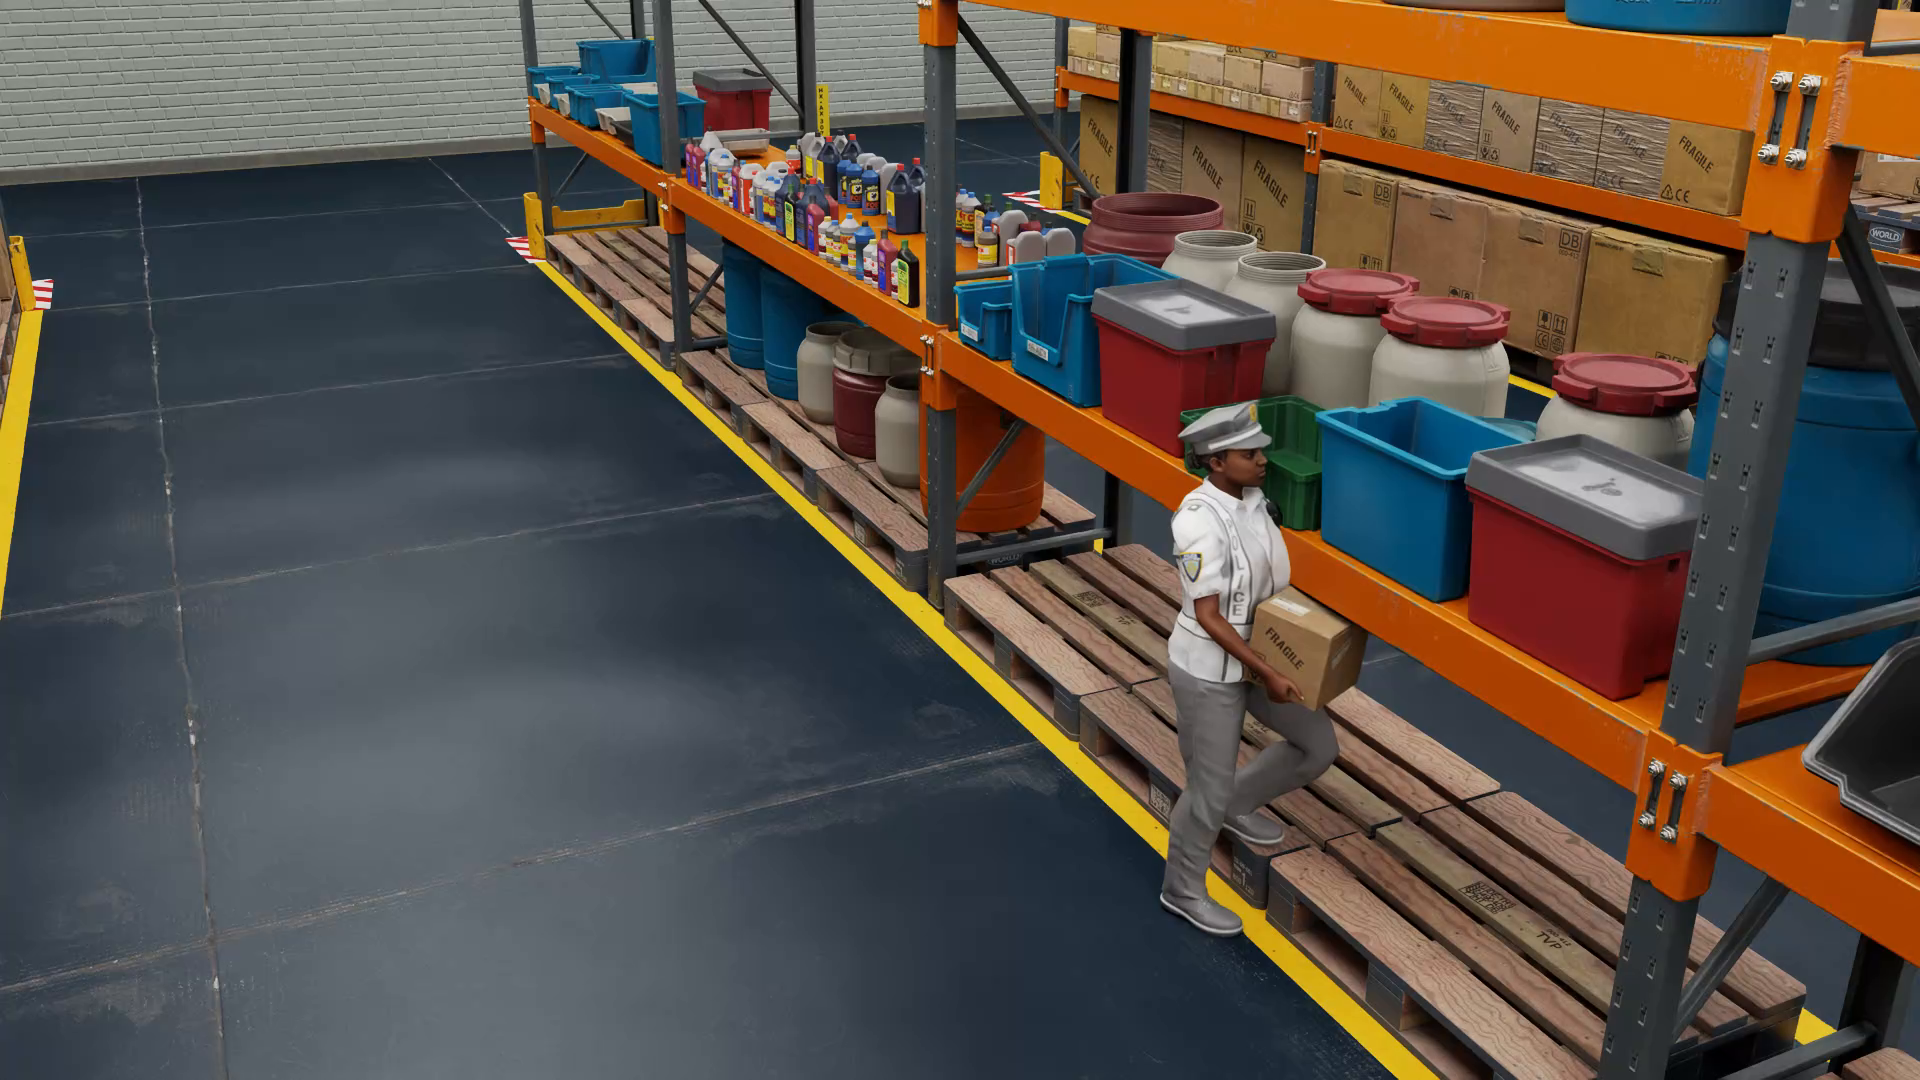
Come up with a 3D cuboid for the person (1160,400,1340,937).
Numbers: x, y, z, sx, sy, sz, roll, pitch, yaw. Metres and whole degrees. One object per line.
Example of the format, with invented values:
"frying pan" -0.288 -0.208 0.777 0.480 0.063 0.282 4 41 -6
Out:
"person" 0.879 0.402 5.080 0.542 1.687 0.459 18 28 37
